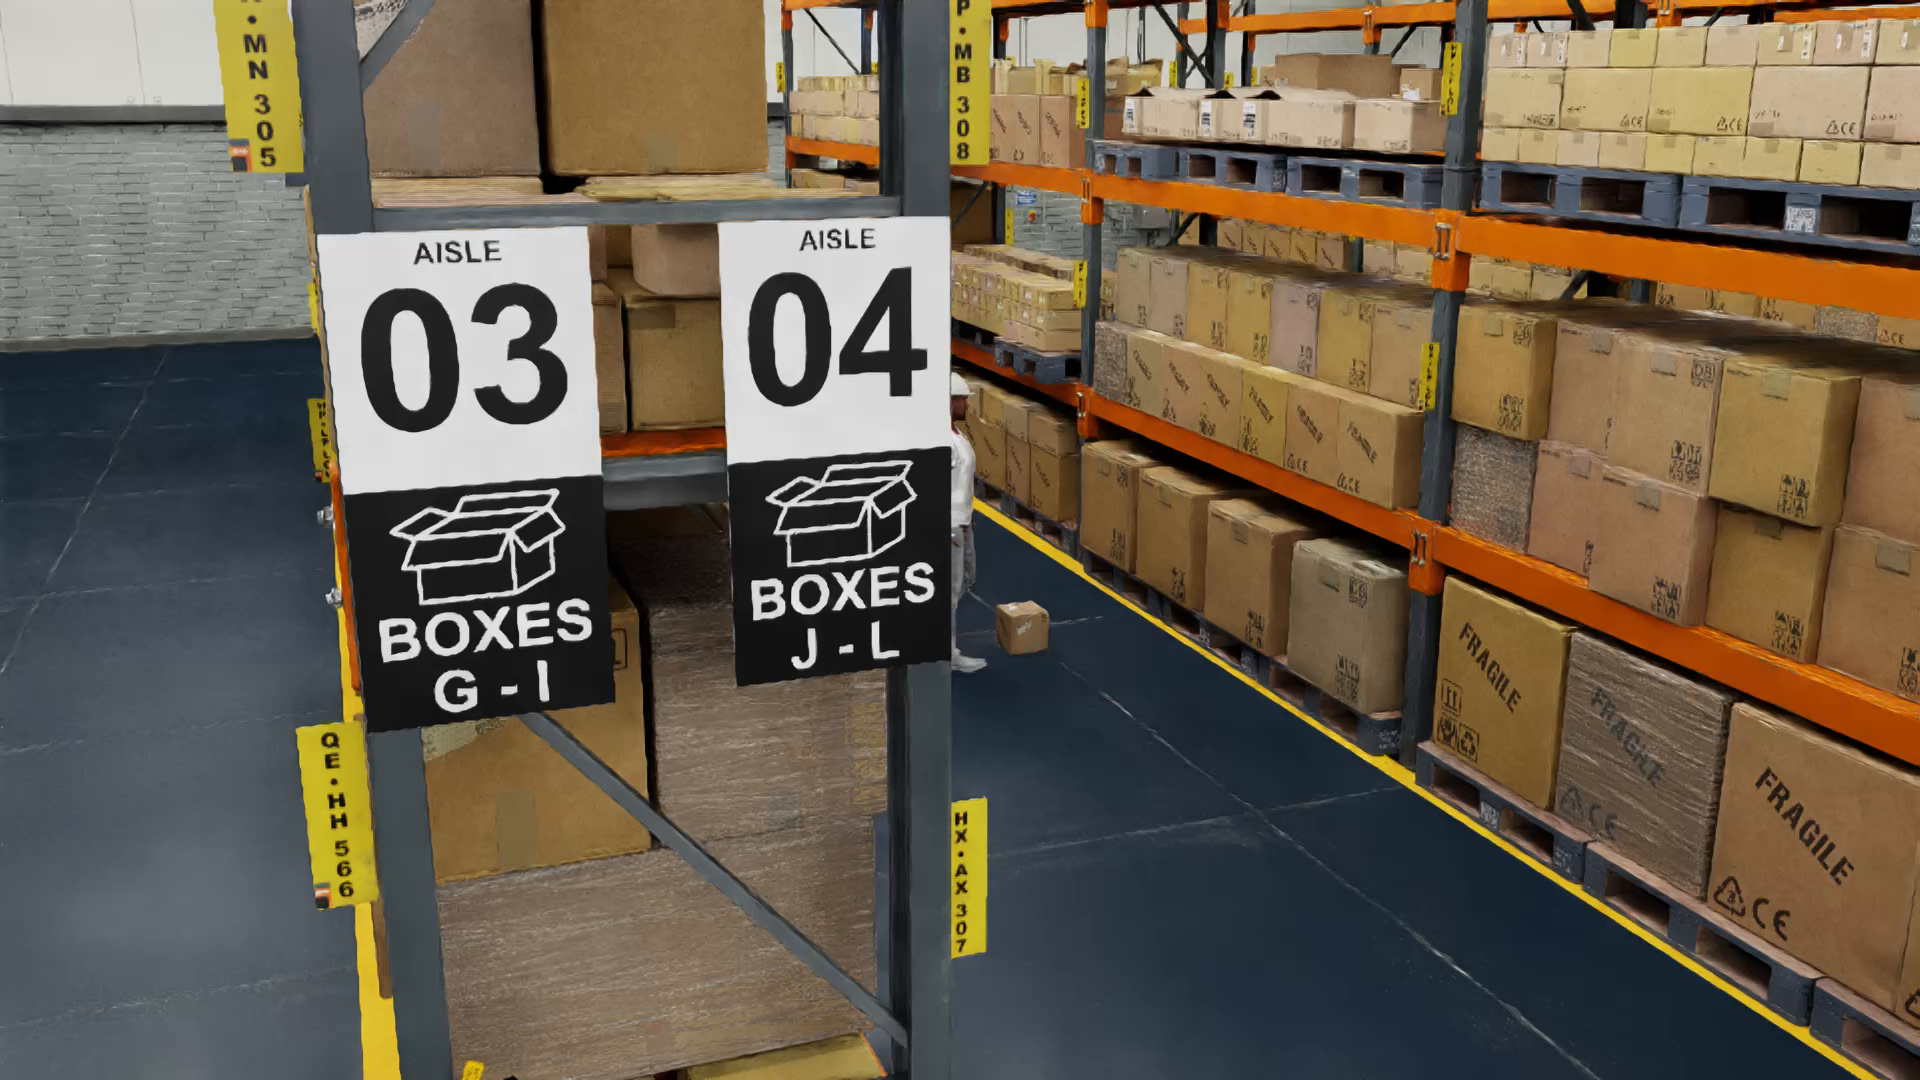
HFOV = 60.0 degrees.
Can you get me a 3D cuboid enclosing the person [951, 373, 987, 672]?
[{"bbox_3d":[-0.076,-0.107,9.879,0.523,1.763,0.627,2,16,8],"label":"person"}]
